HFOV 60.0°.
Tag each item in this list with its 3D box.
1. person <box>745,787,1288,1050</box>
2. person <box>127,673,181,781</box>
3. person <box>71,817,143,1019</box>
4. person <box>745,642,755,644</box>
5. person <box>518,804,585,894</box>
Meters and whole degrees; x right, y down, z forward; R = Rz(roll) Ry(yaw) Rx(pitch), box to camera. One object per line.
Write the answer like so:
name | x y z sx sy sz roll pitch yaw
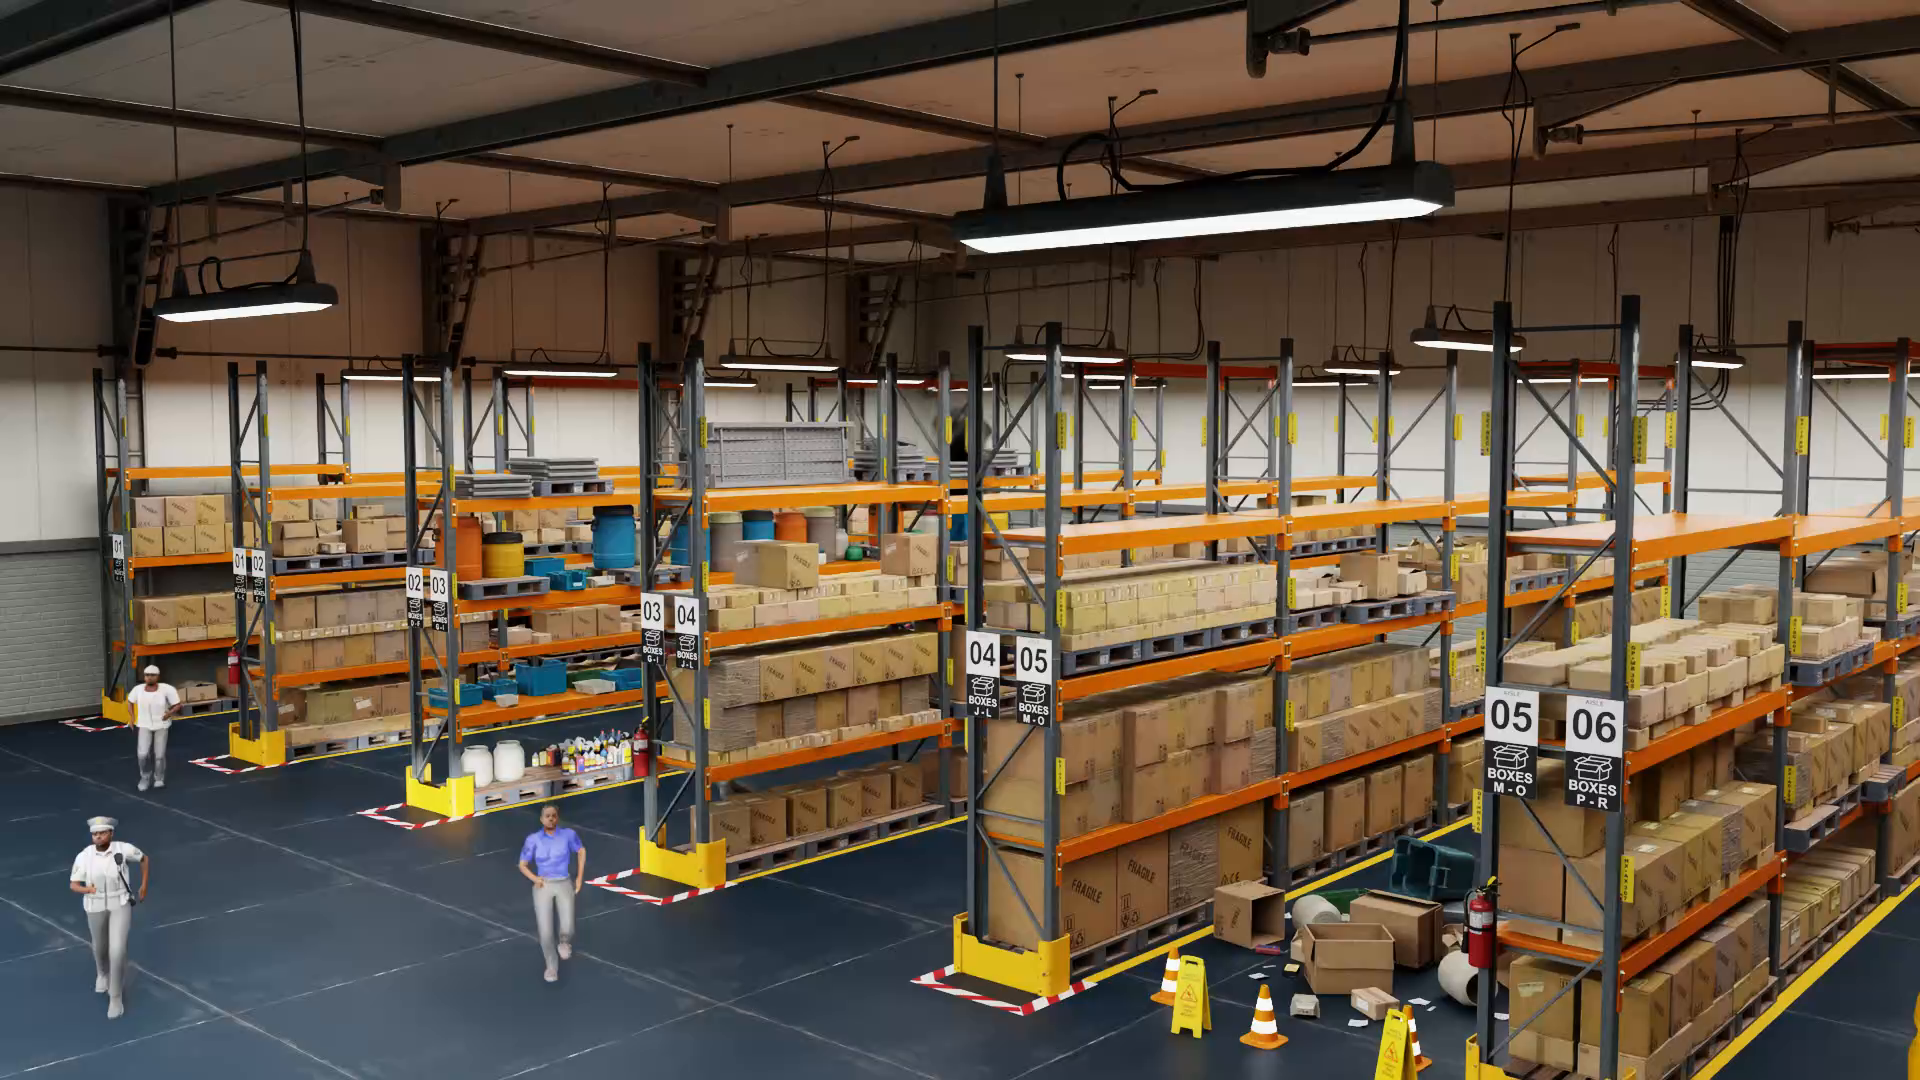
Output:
person | -8.962 0.821 18.305 24.493 6.000 12.569 3 5 36
person | -11.138 2.575 22.972 0.697 1.627 0.671 -1 4 -20
person | -7.478 3.250 14.618 0.536 1.746 0.814 -1 4 -17
person | -3.566 2.165 28.528 0.726 1.678 0.574 3 5 38
person | -3.743 2.896 15.255 0.592 0.764 0.472 -1 4 -18
